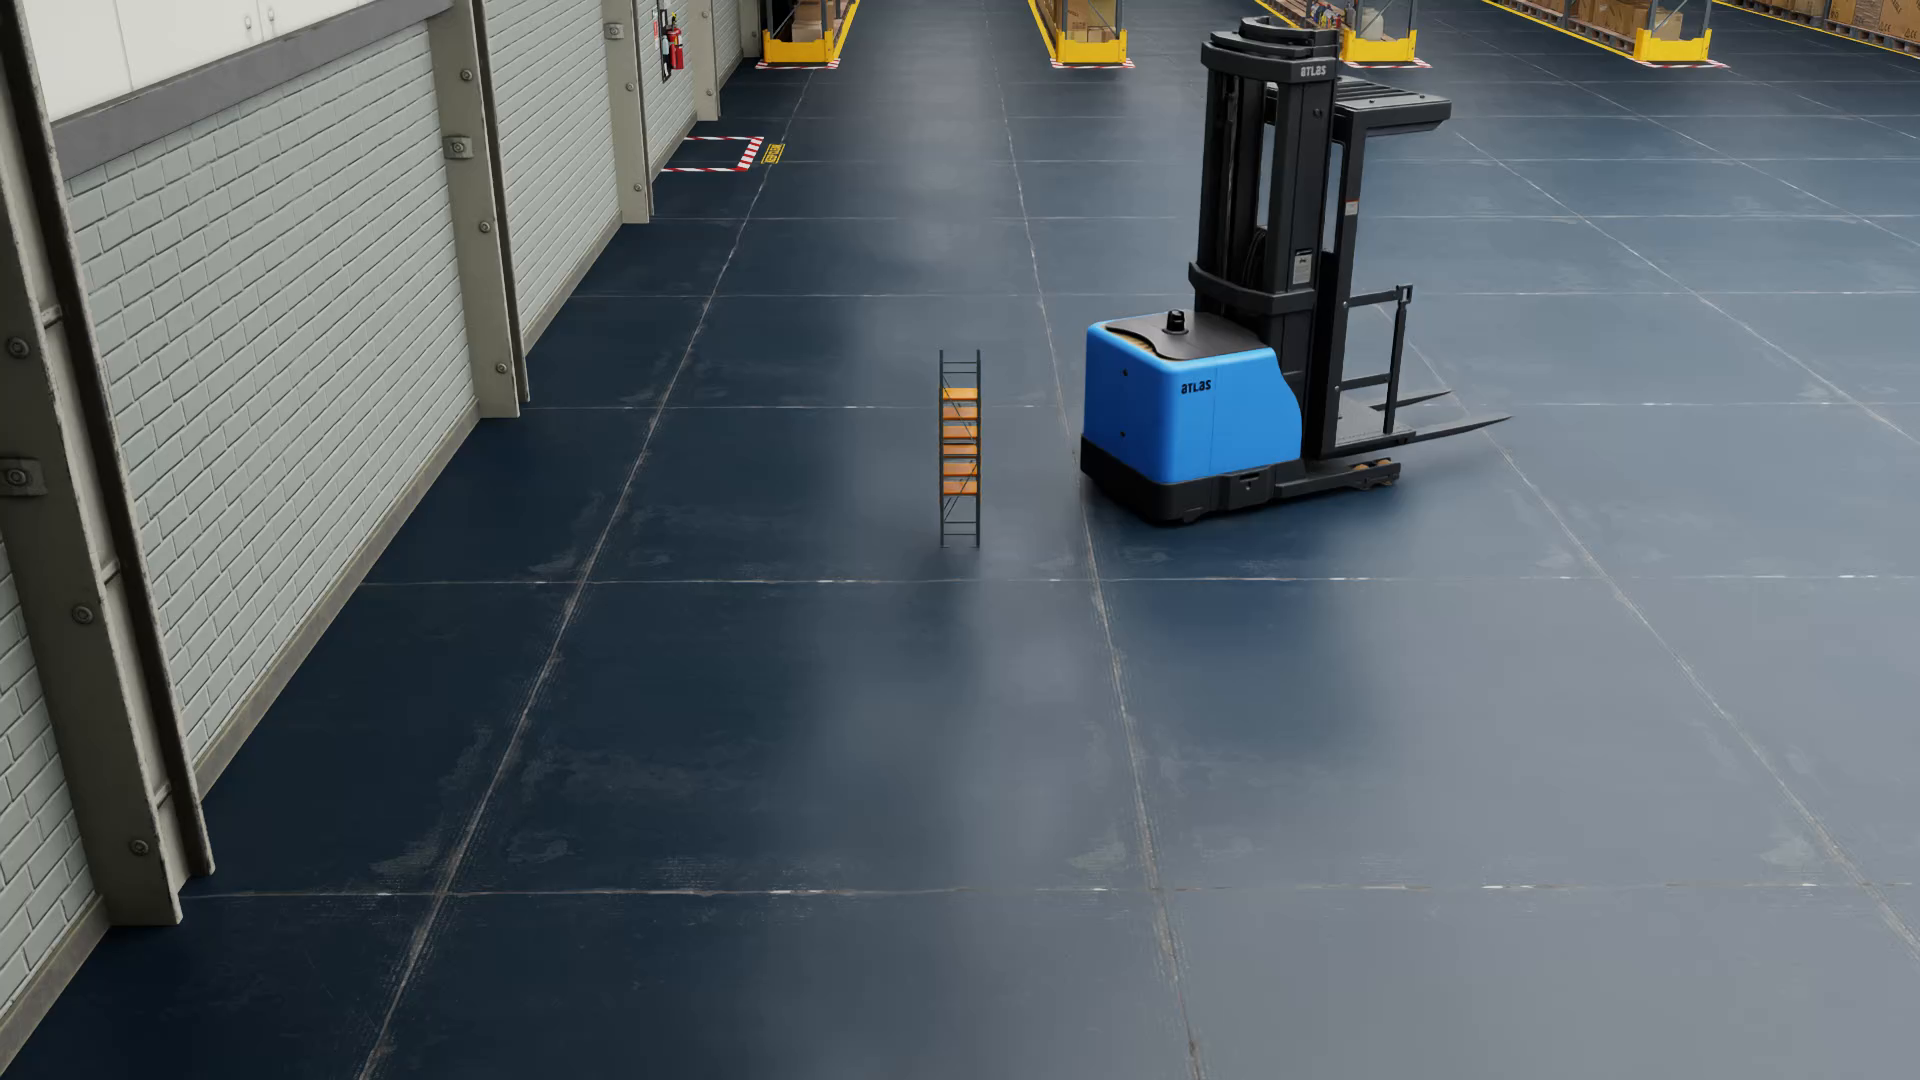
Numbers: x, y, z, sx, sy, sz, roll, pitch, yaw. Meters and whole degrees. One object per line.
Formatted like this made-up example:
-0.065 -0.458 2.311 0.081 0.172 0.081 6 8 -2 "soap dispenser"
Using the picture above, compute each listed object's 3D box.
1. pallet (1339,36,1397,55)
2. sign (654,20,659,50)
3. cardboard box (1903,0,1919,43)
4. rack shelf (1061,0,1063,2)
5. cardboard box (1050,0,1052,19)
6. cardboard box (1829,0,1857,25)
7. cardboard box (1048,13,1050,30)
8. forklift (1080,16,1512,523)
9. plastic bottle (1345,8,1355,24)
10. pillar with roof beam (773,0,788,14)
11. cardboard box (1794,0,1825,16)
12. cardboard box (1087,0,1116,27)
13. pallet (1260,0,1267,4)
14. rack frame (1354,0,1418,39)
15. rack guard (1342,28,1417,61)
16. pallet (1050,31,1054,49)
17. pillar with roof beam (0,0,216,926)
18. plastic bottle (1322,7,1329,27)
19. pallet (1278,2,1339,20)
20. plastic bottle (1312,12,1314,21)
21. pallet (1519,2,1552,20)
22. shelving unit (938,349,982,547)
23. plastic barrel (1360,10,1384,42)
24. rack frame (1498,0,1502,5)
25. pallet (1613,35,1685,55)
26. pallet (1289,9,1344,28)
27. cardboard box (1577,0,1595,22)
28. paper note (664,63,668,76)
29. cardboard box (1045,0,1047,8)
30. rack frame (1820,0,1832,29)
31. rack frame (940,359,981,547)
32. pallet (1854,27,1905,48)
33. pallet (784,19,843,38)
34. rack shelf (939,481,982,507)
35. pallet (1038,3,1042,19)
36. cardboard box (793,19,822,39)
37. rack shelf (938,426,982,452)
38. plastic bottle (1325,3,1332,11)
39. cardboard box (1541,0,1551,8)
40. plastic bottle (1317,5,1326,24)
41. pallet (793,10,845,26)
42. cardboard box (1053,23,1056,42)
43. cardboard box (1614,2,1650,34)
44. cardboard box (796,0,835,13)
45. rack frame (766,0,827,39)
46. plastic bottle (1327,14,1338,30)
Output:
7.119 -8.623 29.060 1.003 0.211 1.213 0 24 -1 "pallet"
-3.651 -6.065 19.977 0.001 0.329 0.234 0 24 -1 "sign"
17.011 -9.033 28.652 0.875 0.875 0.875 0 24 0 "cardboard box"
2.196 -10.004 29.601 1.077 0.370 4.000 0 24 -1 "rack shelf"
1.884 -9.625 29.809 0.500 0.500 0.500 0 24 -1 "cardboard box"
16.977 -10.143 31.105 0.875 0.875 0.875 0 24 0 "cardboard box"
1.876 -9.489 30.419 0.500 0.250 0.500 0 24 -1 "cardboard box"
2.358 -1.846 10.776 3.031 2.935 1.130 -11 27 -24 "forklift"
7.276 -9.782 31.009 0.152 0.276 0.135 0 24 -1 "plastic bottle"
0.631 -14.993 32.481 9.100 9.000 0.400 0 24 -1 "pillar with roof beam"
16.944 -10.601 32.269 1.050 0.750 0.750 0 24 -1 "cardboard box"
2.427 -9.215 28.903 0.500 0.500 0.500 0 24 -1 "cardboard box"
7.033 -11.879 36.258 1.003 0.211 1.213 0 24 -1 "pallet"
7.171 -9.528 27.677 1.000 3.000 0.127 0 24 -1 "rack frame"
7.123 -8.420 28.261 1.175 0.500 0.348 0 24 -1 "rack guard"
2.157 -9.053 30.011 1.003 0.211 1.213 0 24 -1 "pallet"
0.958 -2.631 5.148 9.100 9.000 0.400 0 24 -1 "pillar with roof beam"
6.727 -9.582 30.478 0.144 0.351 0.185 0 24 -1 "plastic bottle"
7.063 -10.733 33.725 1.003 0.211 1.213 0 24 -1 "pallet"
6.694 -9.885 31.327 0.097 0.201 0.097 0 24 0 "plastic bottle"
12.053 -10.753 33.769 1.003 0.211 1.213 0 24 -1 "pallet"
0.000 -0.541 9.990 0.258 1.200 0.189 0 24 -1 "shelving unit"
7.087 -8.857 28.702 0.421 0.512 0.421 0 24 0 "plastic barrel"
12.036 -12.847 35.015 1.000 3.000 0.127 0 24 -1 "rack frame"
12.149 -8.646 29.110 1.003 0.211 1.213 0 24 -1 "pallet"
7.080 -10.229 32.611 1.003 0.211 1.213 0 24 -1 "pallet"
12.044 -10.086 31.434 0.500 0.500 0.500 -1 24 -2 "cardboard box"
-3.621 -5.803 20.509 0.016 0.148 0.142 0 24 -1 "paper note"
1.866 -10.243 31.175 0.500 0.500 0.500 0 24 -1 "cardboard box"
17.040 -11.179 31.328 1.000 3.000 0.127 0 24 -1 "rack frame"
0.001 -0.503 9.906 0.240 1.200 0.006 0 24 -1 "rack frame"
16.987 -9.091 30.094 1.003 0.211 1.213 0 24 -1 "pallet"
-2.737 -9.585 31.186 1.003 0.211 1.213 0 24 -1 "pallet"
0.000 -0.282 10.107 0.258 0.103 0.180 0 24 -1 "rack shelf"
2.111 -10.692 33.635 1.003 0.211 1.213 0 24 -1 "pallet"
-2.660 -8.979 29.193 0.500 0.311 0.500 2 24 4 "cardboard box"
0.000 -0.610 9.958 0.258 0.103 0.180 0 24 -1 "rack shelf"
6.865 -9.836 31.038 0.144 0.351 0.185 0 24 -1 "plastic bottle"
12.101 -10.940 33.299 0.700 0.500 0.500 -2 24 -5 "cardboard box"
6.723 -9.758 30.865 0.144 0.351 0.185 -1 24 -3 "plastic bottle"
-2.790 -10.182 32.507 1.003 0.211 1.213 0 24 -1 "pallet"
1.899 -8.871 29.052 0.500 0.250 0.500 0 24 -1 "cardboard box"
12.104 -9.364 29.839 0.500 0.500 0.500 2 24 4 "cardboard box"
-2.804 -10.496 32.318 0.700 0.500 0.500 1 24 1 "cardboard box"
-2.736 -9.483 27.578 1.000 3.000 0.127 0 24 -1 "rack frame"
6.737 -9.346 30.046 0.152 0.276 0.135 0 24 0 "plastic bottle"
